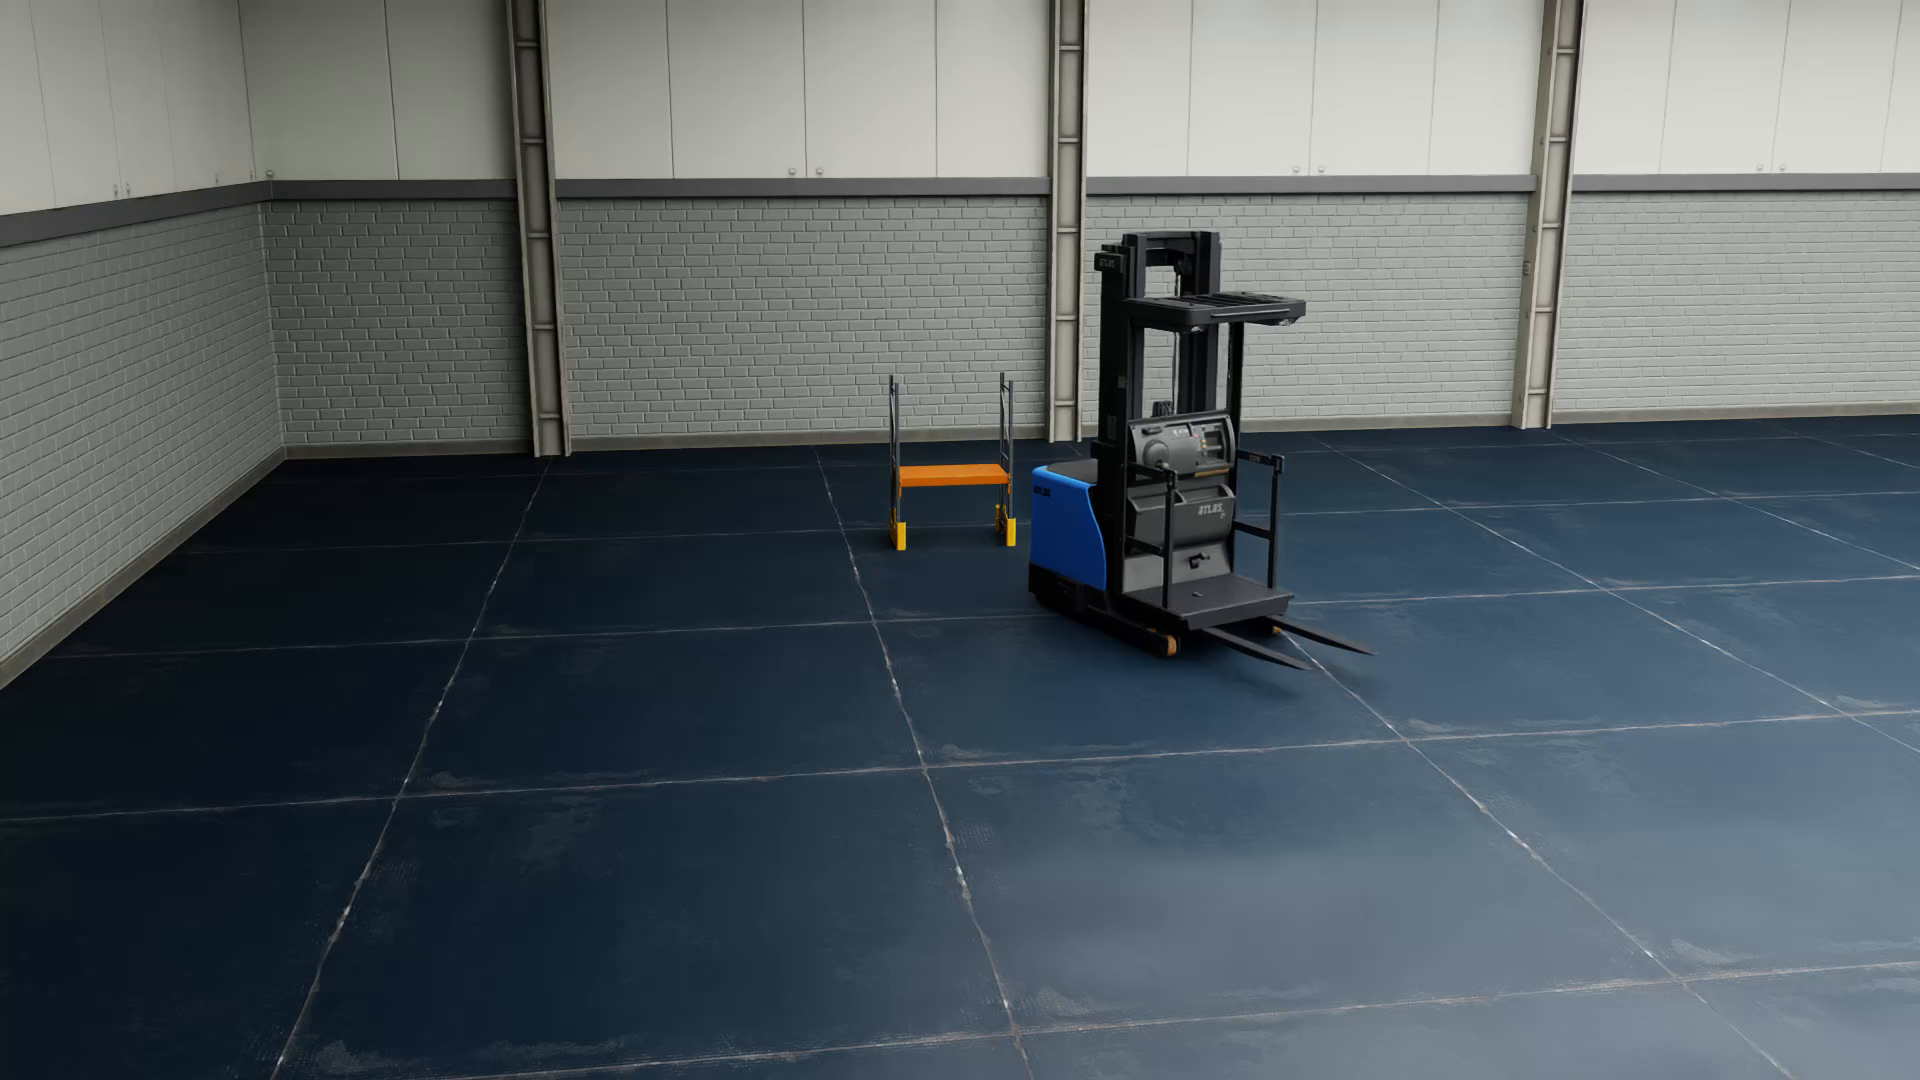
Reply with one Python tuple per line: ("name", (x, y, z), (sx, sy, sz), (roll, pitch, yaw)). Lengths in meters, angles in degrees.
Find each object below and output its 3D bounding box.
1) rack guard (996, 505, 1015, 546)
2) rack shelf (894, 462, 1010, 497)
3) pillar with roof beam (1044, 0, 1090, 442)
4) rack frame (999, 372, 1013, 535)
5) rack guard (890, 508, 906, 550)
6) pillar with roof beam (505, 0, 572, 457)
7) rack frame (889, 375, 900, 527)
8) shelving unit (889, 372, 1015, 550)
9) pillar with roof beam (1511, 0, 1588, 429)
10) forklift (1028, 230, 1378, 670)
("rack guard", (0.417, -0.137, 15.252), (0.087, 0.250, 0.587), (-2, 14, -8))
("rack shelf", (-0.084, -0.550, 15.071), (1.000, 0.185, 0.538), (-2, 14, -8))
("pillar with roof beam", (1.881, -4.539, 14.821), (0.400, 9.000, 9.100), (-2, 14, -8))
("rack frame", (0.418, -0.743, 15.101), (0.032, 1.500, 0.500), (-2, 14, -8))
("rack guard", (-0.568, -0.100, 15.108), (0.087, 0.250, 0.587), (-2, 14, -8))
("pillar with roof beam", (-4.052, -4.322, 13.954), (0.400, 9.000, 9.100), (-2, 14, -8))
("rack frame", (-0.587, -0.706, 14.954), (0.032, 1.500, 0.500), (-2, 14, -8))
("shelving unit", (-0.075, -0.725, 15.028), (1.083, 1.500, 0.587), (-2, 14, -8))
("pillar with roof beam", (7.814, -4.756, 15.688), (0.400, 9.000, 9.100), (-2, 14, -8))
("forklift", (1.751, -0.711, 12.032), (1.130, 2.935, 3.031), (-9, 16, -31))
